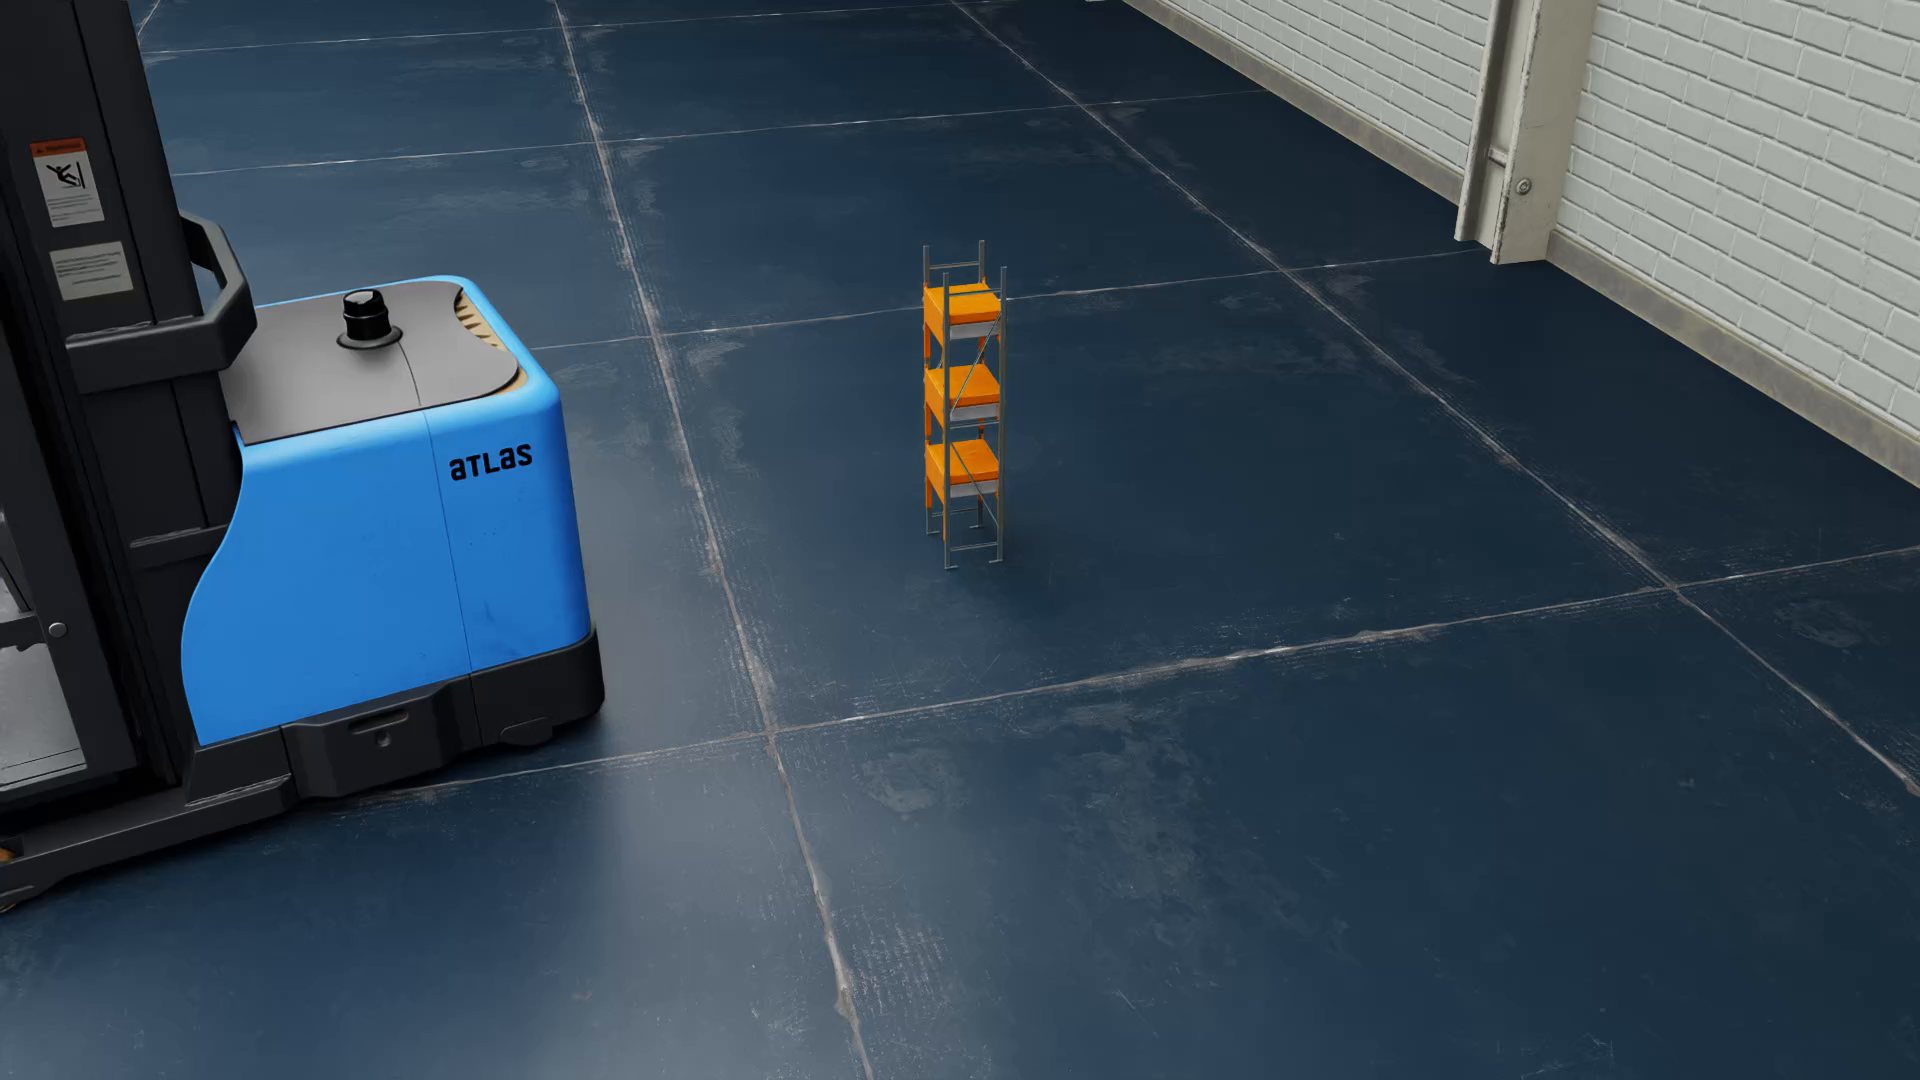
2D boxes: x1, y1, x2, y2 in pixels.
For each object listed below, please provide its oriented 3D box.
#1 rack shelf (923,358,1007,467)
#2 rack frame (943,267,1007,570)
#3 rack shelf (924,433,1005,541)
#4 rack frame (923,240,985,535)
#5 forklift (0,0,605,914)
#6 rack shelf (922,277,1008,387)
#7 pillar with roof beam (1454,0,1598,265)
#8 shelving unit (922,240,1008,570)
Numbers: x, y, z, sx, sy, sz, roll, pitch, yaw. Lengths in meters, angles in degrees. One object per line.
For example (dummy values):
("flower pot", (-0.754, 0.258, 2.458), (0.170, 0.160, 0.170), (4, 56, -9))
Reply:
("rack shelf", (0.014, -0.419, 5.448), (0.215, 0.259, 0.240), (-8, 31, -13))
("rack frame", (0.047, -0.370, 5.341), (0.200, 1.050, 0.008), (-8, 31, -13))
("rack shelf", (0.014, -0.179, 5.587), (0.215, 0.259, 0.240), (-8, 31, -13))
("rack frame", (-0.018, -0.487, 5.544), (0.200, 1.050, 0.008), (-8, 31, -13))
("forklift", (-2.572, -0.591, 3.845), (3.031, 2.935, 1.130), (-15, 33, -24))
("rack shelf", (0.014, -0.665, 5.306), (0.215, 0.259, 0.240), (-8, 31, -13))
("pillar with roof beam", (-1.461, -4.773, 5.013), (9.100, 9.000, 0.400), (-8, 31, -13))
("shelving unit", (0.014, -0.429, 5.442), (0.215, 1.050, 0.252), (-8, 31, -13))
